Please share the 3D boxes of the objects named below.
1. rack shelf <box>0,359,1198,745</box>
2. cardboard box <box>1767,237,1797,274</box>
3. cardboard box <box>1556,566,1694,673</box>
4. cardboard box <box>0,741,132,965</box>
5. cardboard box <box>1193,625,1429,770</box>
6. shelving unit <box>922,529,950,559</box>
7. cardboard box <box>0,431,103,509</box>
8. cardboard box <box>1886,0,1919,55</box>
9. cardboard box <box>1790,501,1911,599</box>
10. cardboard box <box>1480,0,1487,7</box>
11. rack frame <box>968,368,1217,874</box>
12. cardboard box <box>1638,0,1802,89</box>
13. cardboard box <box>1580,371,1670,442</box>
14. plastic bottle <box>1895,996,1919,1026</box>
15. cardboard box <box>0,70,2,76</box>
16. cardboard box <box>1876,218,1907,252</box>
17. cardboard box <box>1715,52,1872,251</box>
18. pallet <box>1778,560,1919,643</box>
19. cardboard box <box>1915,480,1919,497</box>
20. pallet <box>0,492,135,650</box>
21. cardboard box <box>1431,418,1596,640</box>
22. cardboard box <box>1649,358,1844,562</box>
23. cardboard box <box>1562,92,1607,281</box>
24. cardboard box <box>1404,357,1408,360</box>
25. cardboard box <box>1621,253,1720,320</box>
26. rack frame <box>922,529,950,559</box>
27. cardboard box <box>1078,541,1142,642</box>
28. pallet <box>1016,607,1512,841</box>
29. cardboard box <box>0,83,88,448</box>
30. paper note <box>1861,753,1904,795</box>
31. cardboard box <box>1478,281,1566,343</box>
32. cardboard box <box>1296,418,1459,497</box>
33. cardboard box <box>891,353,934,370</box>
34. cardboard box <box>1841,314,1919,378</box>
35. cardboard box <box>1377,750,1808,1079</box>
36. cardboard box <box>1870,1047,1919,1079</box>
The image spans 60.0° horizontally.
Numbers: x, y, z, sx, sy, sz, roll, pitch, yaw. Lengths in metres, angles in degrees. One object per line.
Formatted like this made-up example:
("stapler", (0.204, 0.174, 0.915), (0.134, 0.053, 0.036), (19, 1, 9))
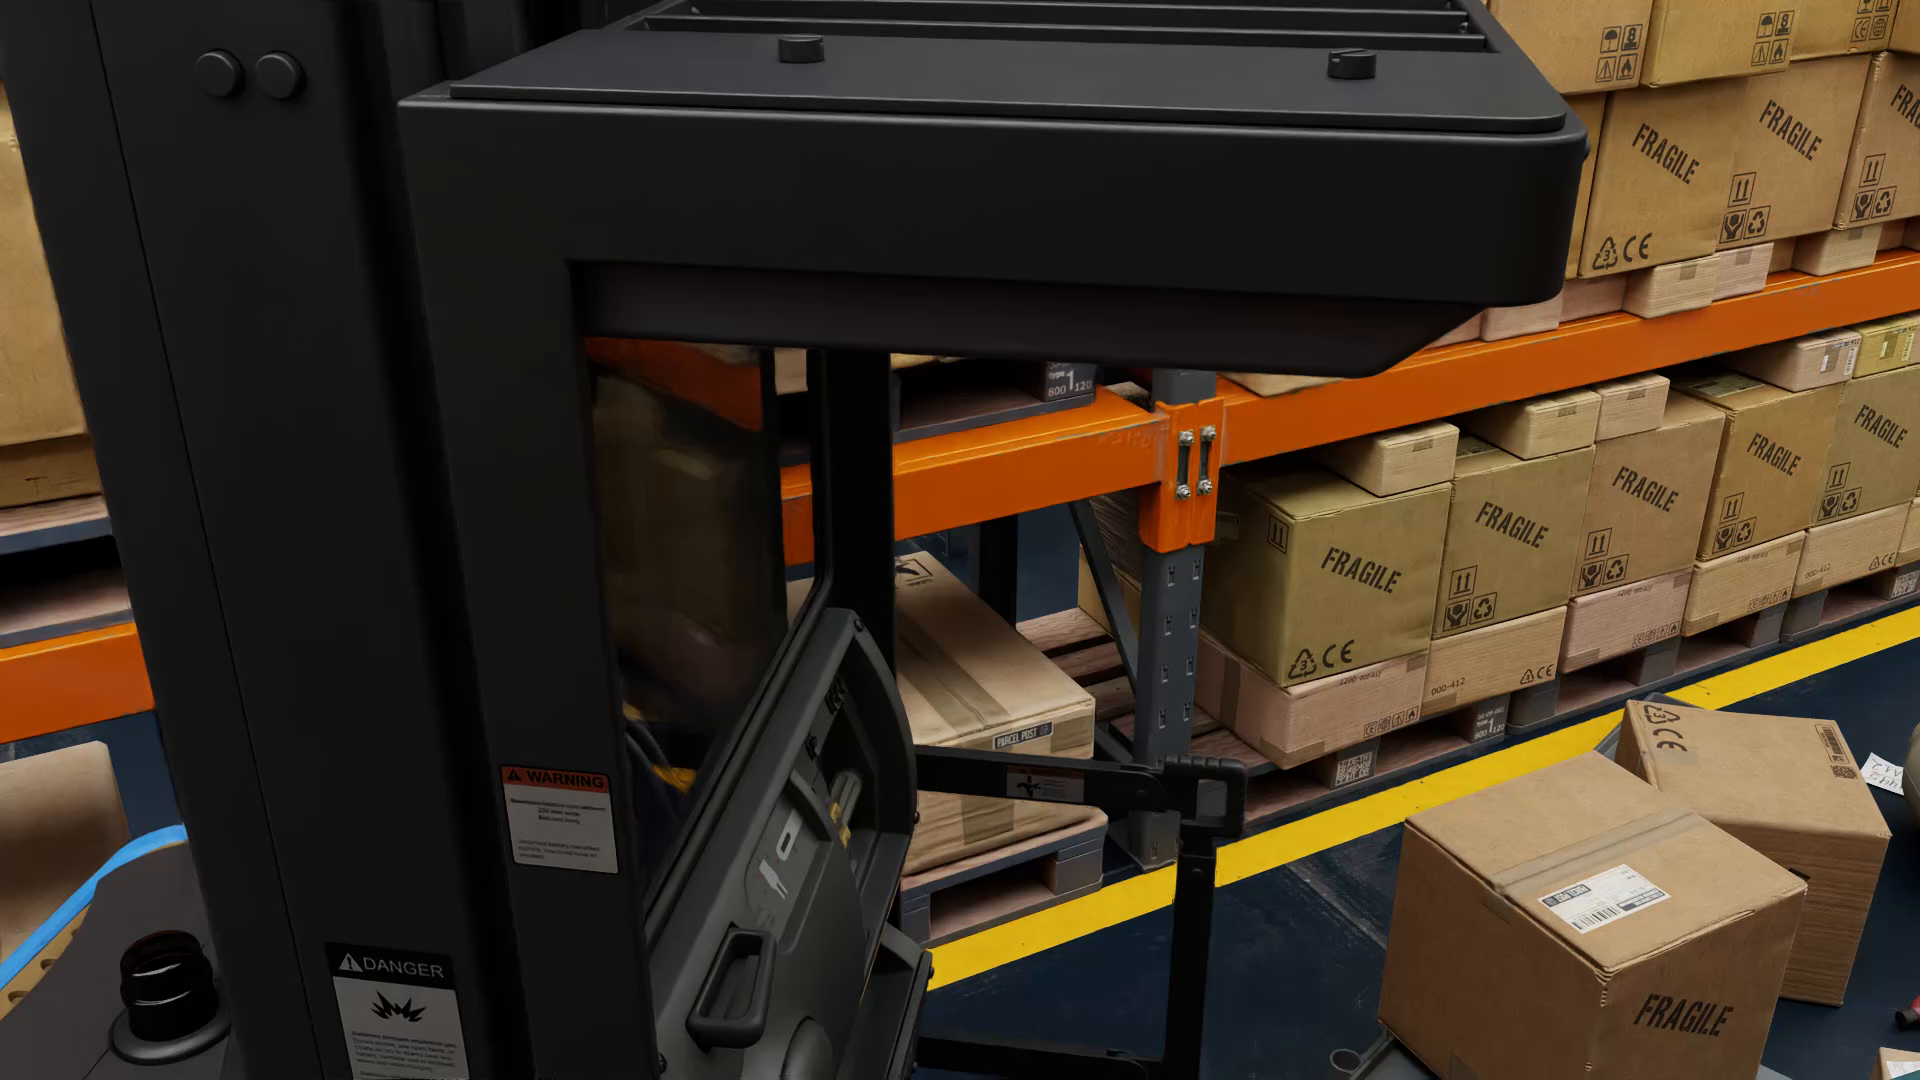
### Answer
("rack shelf", (-1.455, 0.062, 3.487), (4.000, 0.370, 1.077), (-13, 29, -25))
("cardboard box", (2.252, -0.910, 4.969), (0.250, 0.149, 0.380), (-13, 29, -25))
("cardboard box", (1.890, 0.141, 5.182), (0.500, 0.250, 0.500), (-13, 29, -26))
("cardboard box", (-2.069, 0.875, 3.512), (0.625, 0.372, 0.950), (-14, 29, -26))
("cardboard box", (0.958, 0.363, 4.719), (0.500, 0.250, 0.500), (-14, 29, -27))
("shelving unit", (-0.007, -0.404, 6.052), (0.210, 0.900, 0.258), (-13, 29, -25))
("cardboard box", (-1.658, -0.209, 3.024), (0.250, 0.149, 0.380), (-12, 28, -23))
("cardboard box", (2.640, -1.684, 4.677), (0.500, 0.500, 0.700), (-13, 29, -26))
("cardboard box", (2.792, -0.065, 5.610), (0.500, 0.250, 0.500), (-13, 29, -25))
("cardboard box", (0.800, -1.307, 3.891), (0.500, 0.500, 0.700), (-13, 29, -26))
("rack frame", (0.310, -0.670, 4.180), (0.127, 3.000, 1.000), (-13, 29, -25))
("cardboard box", (1.717, -1.494, 4.282), (0.500, 0.500, 0.700), (-14, 29, -26))
("cardboard box", (1.785, -0.431, 4.758), (0.250, 0.149, 0.380), (-11, 28, -22))
("plastic bottle", (2.331, 1.108, 3.871), (0.283, 0.061, 0.133), (-8, 27, -16))
("cardboard box", (-1.909, -0.957, 3.084), (0.250, 0.149, 0.380), (-14, 29, -28))
("cardboard box", (2.697, -1.013, 5.185), (0.250, 0.149, 0.380), (-13, 28, -24))
("cardboard box", (2.147, -1.151, 4.723), (0.500, 0.500, 0.500), (-13, 28, -24))
("pallet", (3.039, -0.060, 6.131), (1.213, 0.211, 1.003), (-13, 29, -25))
("cardboard box", (3.255, -0.510, 5.671), (0.500, 0.500, 0.500), (-13, 28, -25))
("pallet", (-1.492, -0.188, 3.397), (1.213, 0.211, 1.003), (-13, 29, -25))
("cardboard box", (1.424, -0.088, 4.794), (0.500, 0.500, 0.500), (-12, 28, -23))
("cardboard box", (2.348, -0.302, 5.239), (0.500, 0.500, 0.500), (-14, 29, -26))
("cardboard box", (1.261, -0.943, 4.290), (0.500, 0.500, 0.500), (-13, 29, -25))
("cardboard box", (0.937, -0.570, 4.261), (0.250, 0.149, 0.380), (-12, 28, -24))
("cardboard box", (1.872, -0.755, 4.648), (0.250, 0.149, 0.380), (-13, 28, -25))
("rack frame", (-0.097, -0.383, 6.009), (0.006, 0.900, 0.240), (-13, 29, -25))
("cardboard box", (0.705, 0.157, 5.149), (0.500, 0.250, 0.500), (-12, 28, -23))
("pallet", (0.886, 0.437, 5.096), (1.213, 0.211, 1.003), (-13, 29, -25))
("cardboard box", (-1.792, -0.447, 2.770), (0.500, 0.500, 0.500), (-12, 28, -24))
("paper note", (2.688, 0.676, 4.806), (0.142, 0.019, 0.148), (21, 33, 37))
("cardboard box", (1.392, -0.672, 4.475), (0.250, 0.149, 0.380), (-12, 28, -24))
("cardboard box", (1.096, -0.270, 4.422), (0.250, 0.149, 0.380), (-13, 28, -24))
("cardboard box", (-0.255, -0.489, 3.607), (0.250, 0.149, 0.380), (-14, 29, -27))
("cardboard box", (2.740, -0.652, 5.217), (0.250, 0.149, 0.380), (-12, 28, -24))
("cardboard box", (1.174, 0.789, 3.154), (0.500, 0.500, 0.500), (-13, 29, -25))
("cardboard box", (2.039, 1.216, 3.410), (0.258, 0.266, 0.396), (10, 27, 20))
